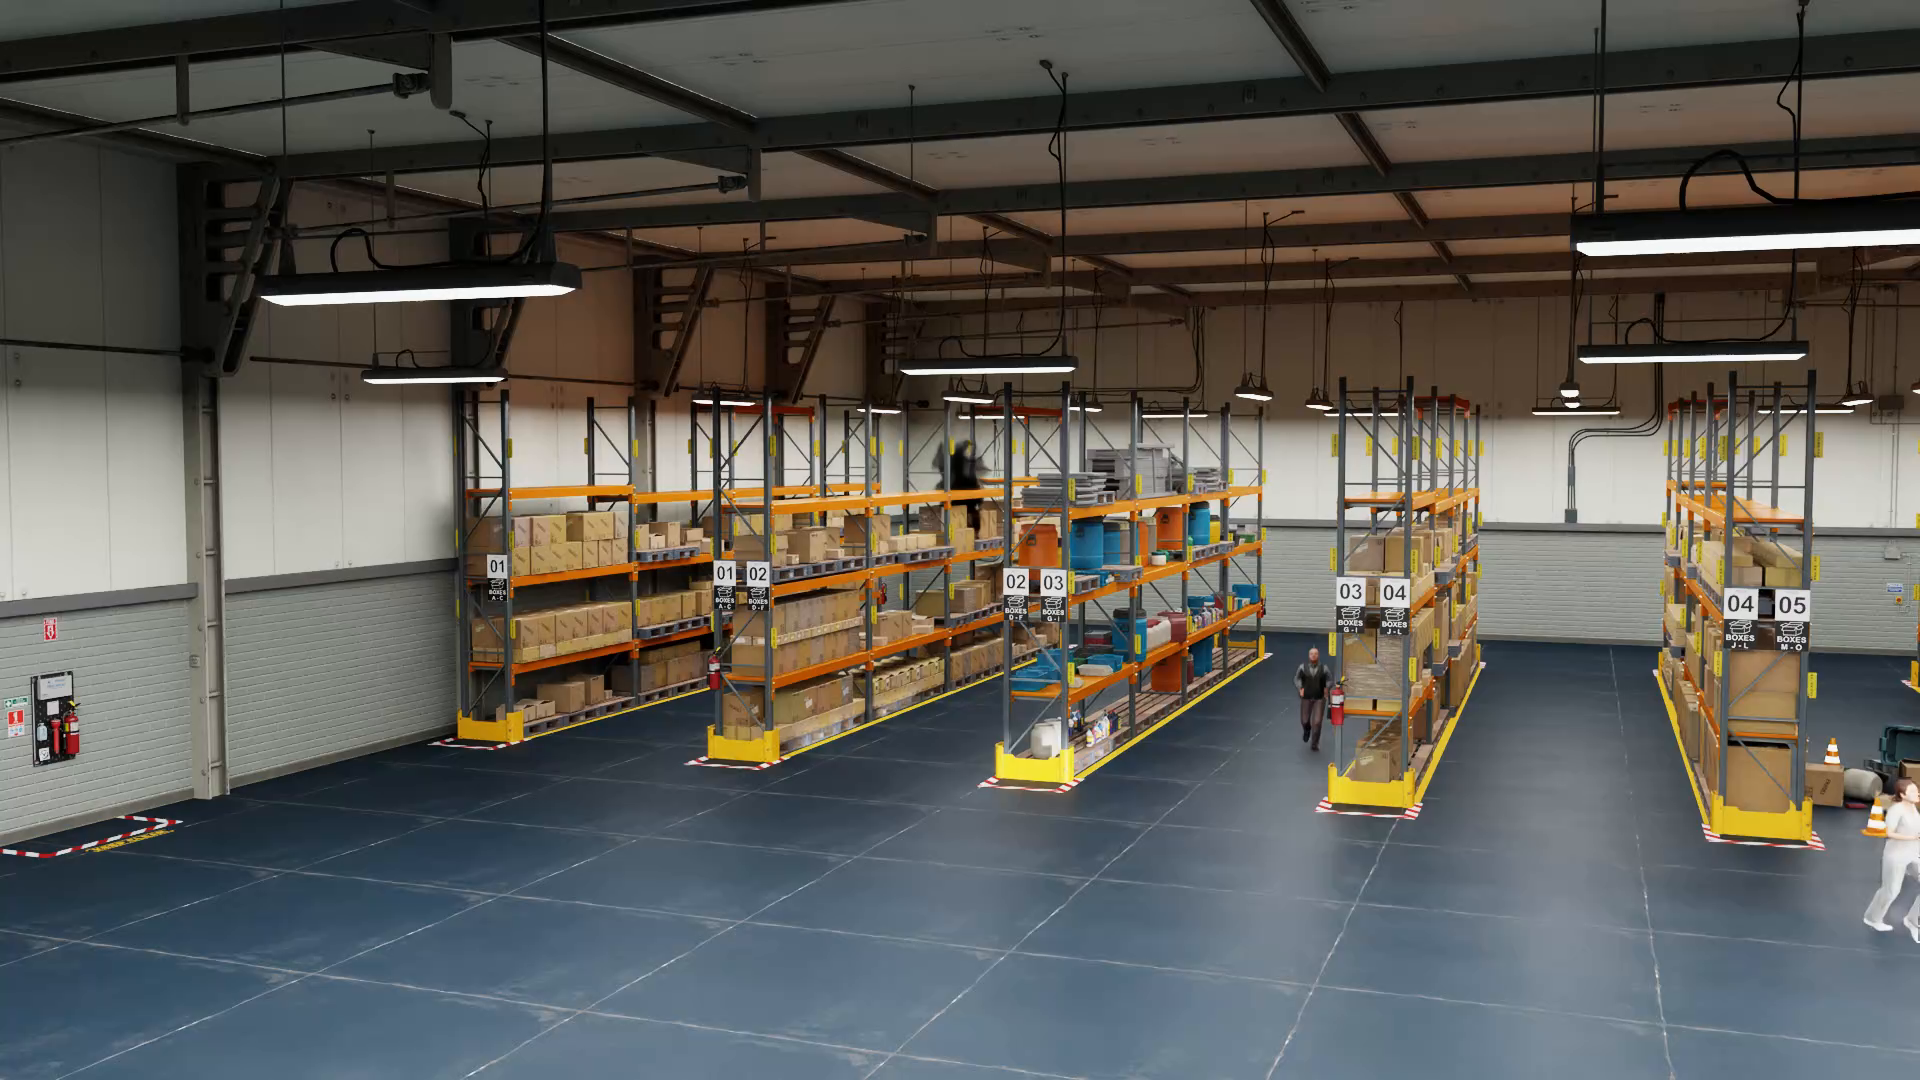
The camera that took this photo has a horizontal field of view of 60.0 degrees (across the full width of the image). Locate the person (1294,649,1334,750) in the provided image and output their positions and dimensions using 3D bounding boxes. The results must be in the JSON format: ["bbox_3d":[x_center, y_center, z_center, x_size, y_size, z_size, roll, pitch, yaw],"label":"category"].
[{"bbox_3d":[5.889,2.641,27.674,0.658,1.667,0.609,1,3,14],"label":"person"}]

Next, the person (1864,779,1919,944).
[{"bbox_3d":[9.534,3.257,16.890,0.550,1.658,0.757,-1,3,-23],"label":"person"}]
